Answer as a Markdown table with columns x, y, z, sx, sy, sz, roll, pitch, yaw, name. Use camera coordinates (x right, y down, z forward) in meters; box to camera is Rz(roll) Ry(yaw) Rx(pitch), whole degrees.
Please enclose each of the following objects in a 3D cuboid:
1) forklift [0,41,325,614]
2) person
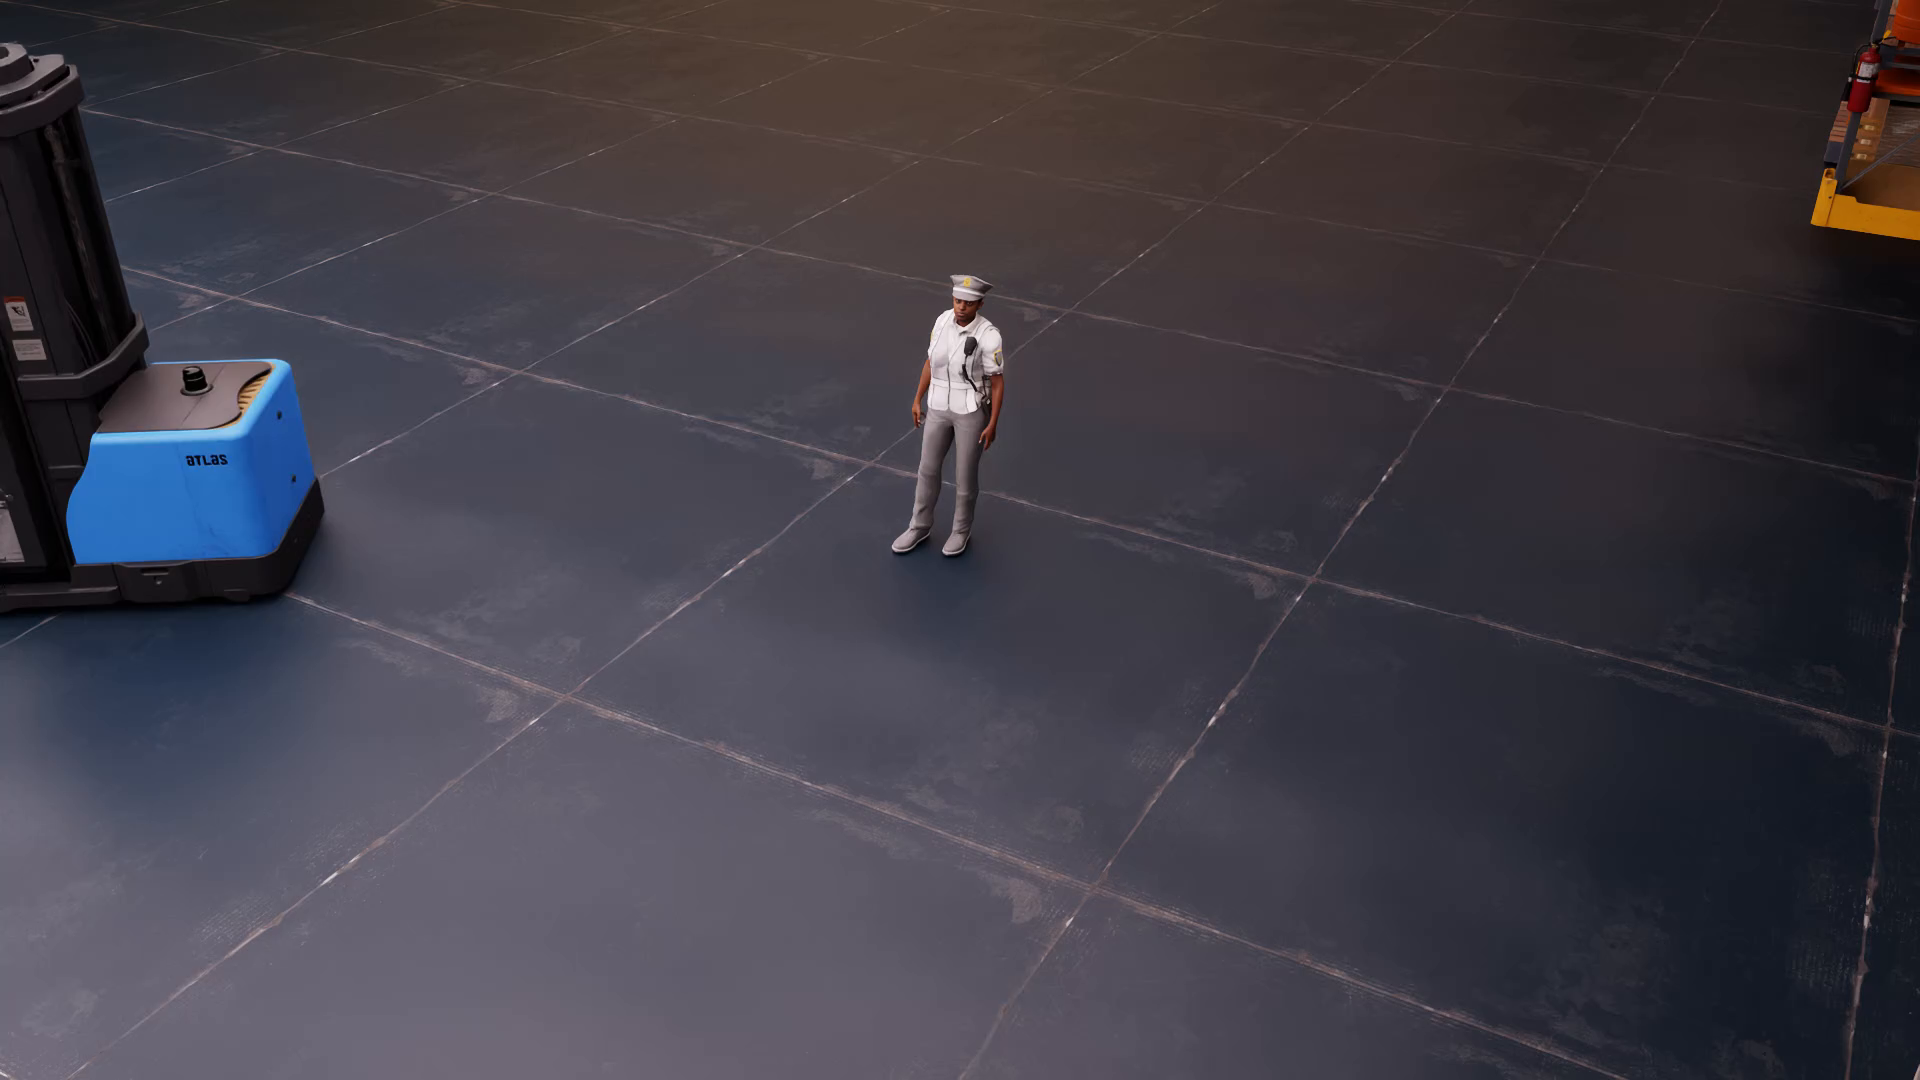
| x | y | z | sx | sy | sz | roll | pitch | yaw | name |
| --- | --- | --- | --- | --- | --- | --- | --- | --- | --- |
| -5.354 | -1.104 | 8.984 | 3.031 | 2.935 | 1.130 | -2 | 30 | -4 | forklift |
| -0.054 | -0.712 | 9.527 | 0.569 | 1.694 | 0.530 | 15 | 33 | 25 | person |
